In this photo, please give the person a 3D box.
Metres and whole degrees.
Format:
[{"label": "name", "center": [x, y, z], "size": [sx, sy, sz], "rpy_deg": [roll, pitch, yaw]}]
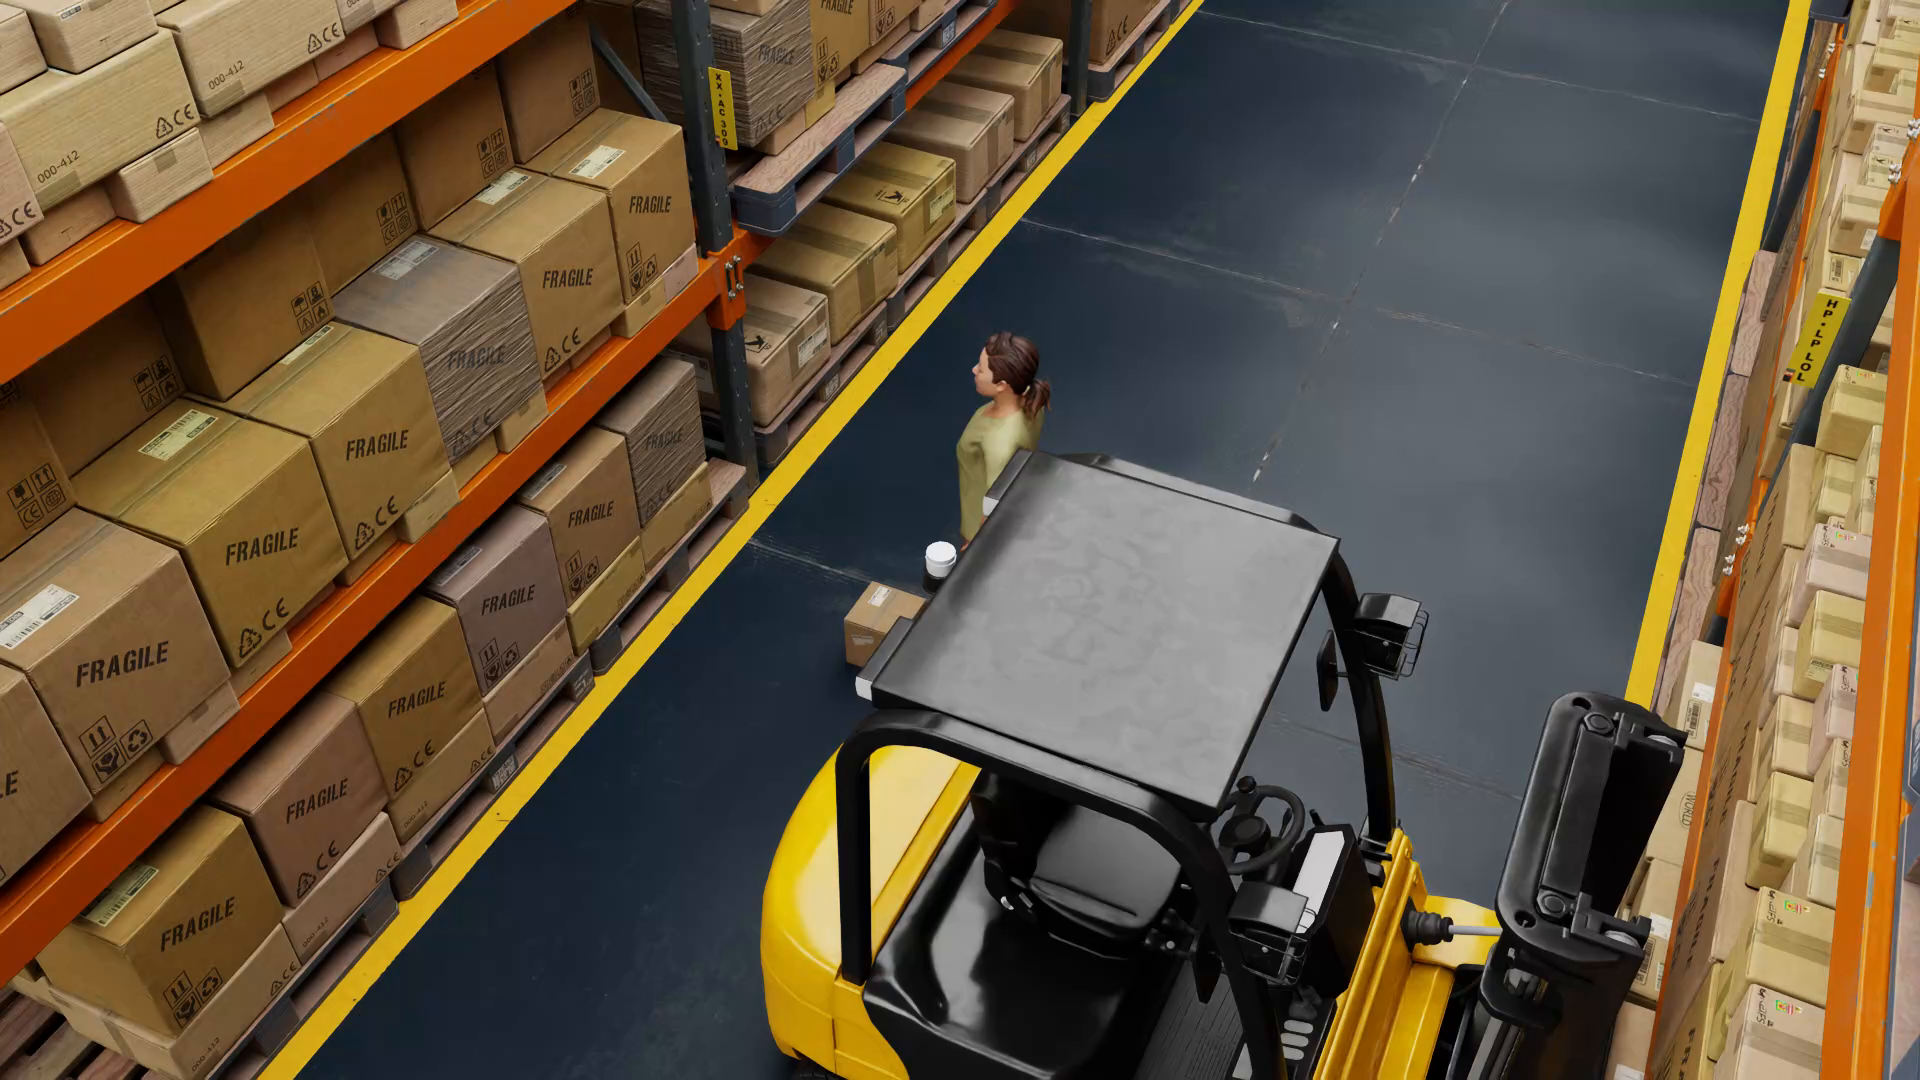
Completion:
[{"label": "person", "center": [0.149, -0.045, 6.216], "size": [0.378, 1.690, 0.465], "rpy_deg": [13, 44, 14]}]
